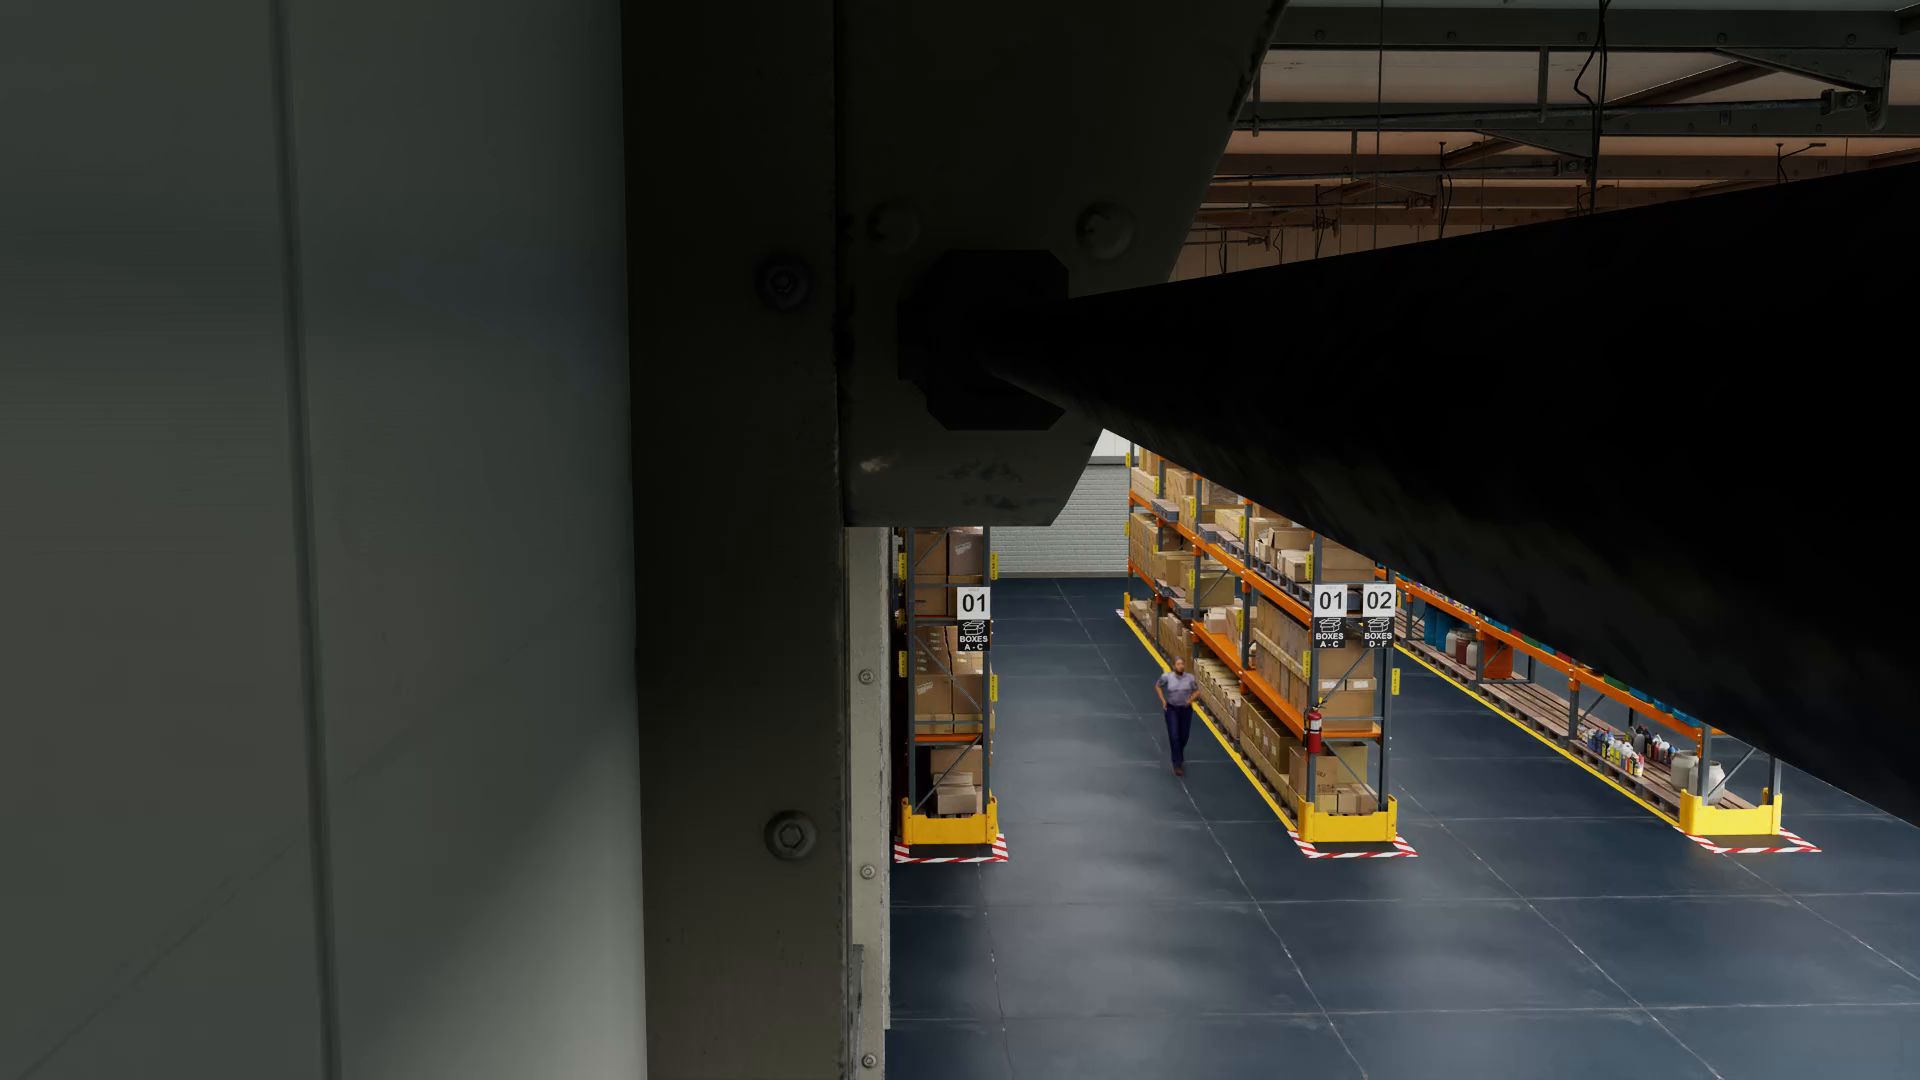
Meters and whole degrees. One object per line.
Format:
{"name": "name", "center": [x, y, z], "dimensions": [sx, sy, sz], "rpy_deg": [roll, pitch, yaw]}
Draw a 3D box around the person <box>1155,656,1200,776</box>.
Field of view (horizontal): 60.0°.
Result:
{"name": "person", "center": [3.126, 2.474, 23.782], "dimensions": [0.617, 1.649, 0.818], "rpy_deg": [-1, 7, -5]}
